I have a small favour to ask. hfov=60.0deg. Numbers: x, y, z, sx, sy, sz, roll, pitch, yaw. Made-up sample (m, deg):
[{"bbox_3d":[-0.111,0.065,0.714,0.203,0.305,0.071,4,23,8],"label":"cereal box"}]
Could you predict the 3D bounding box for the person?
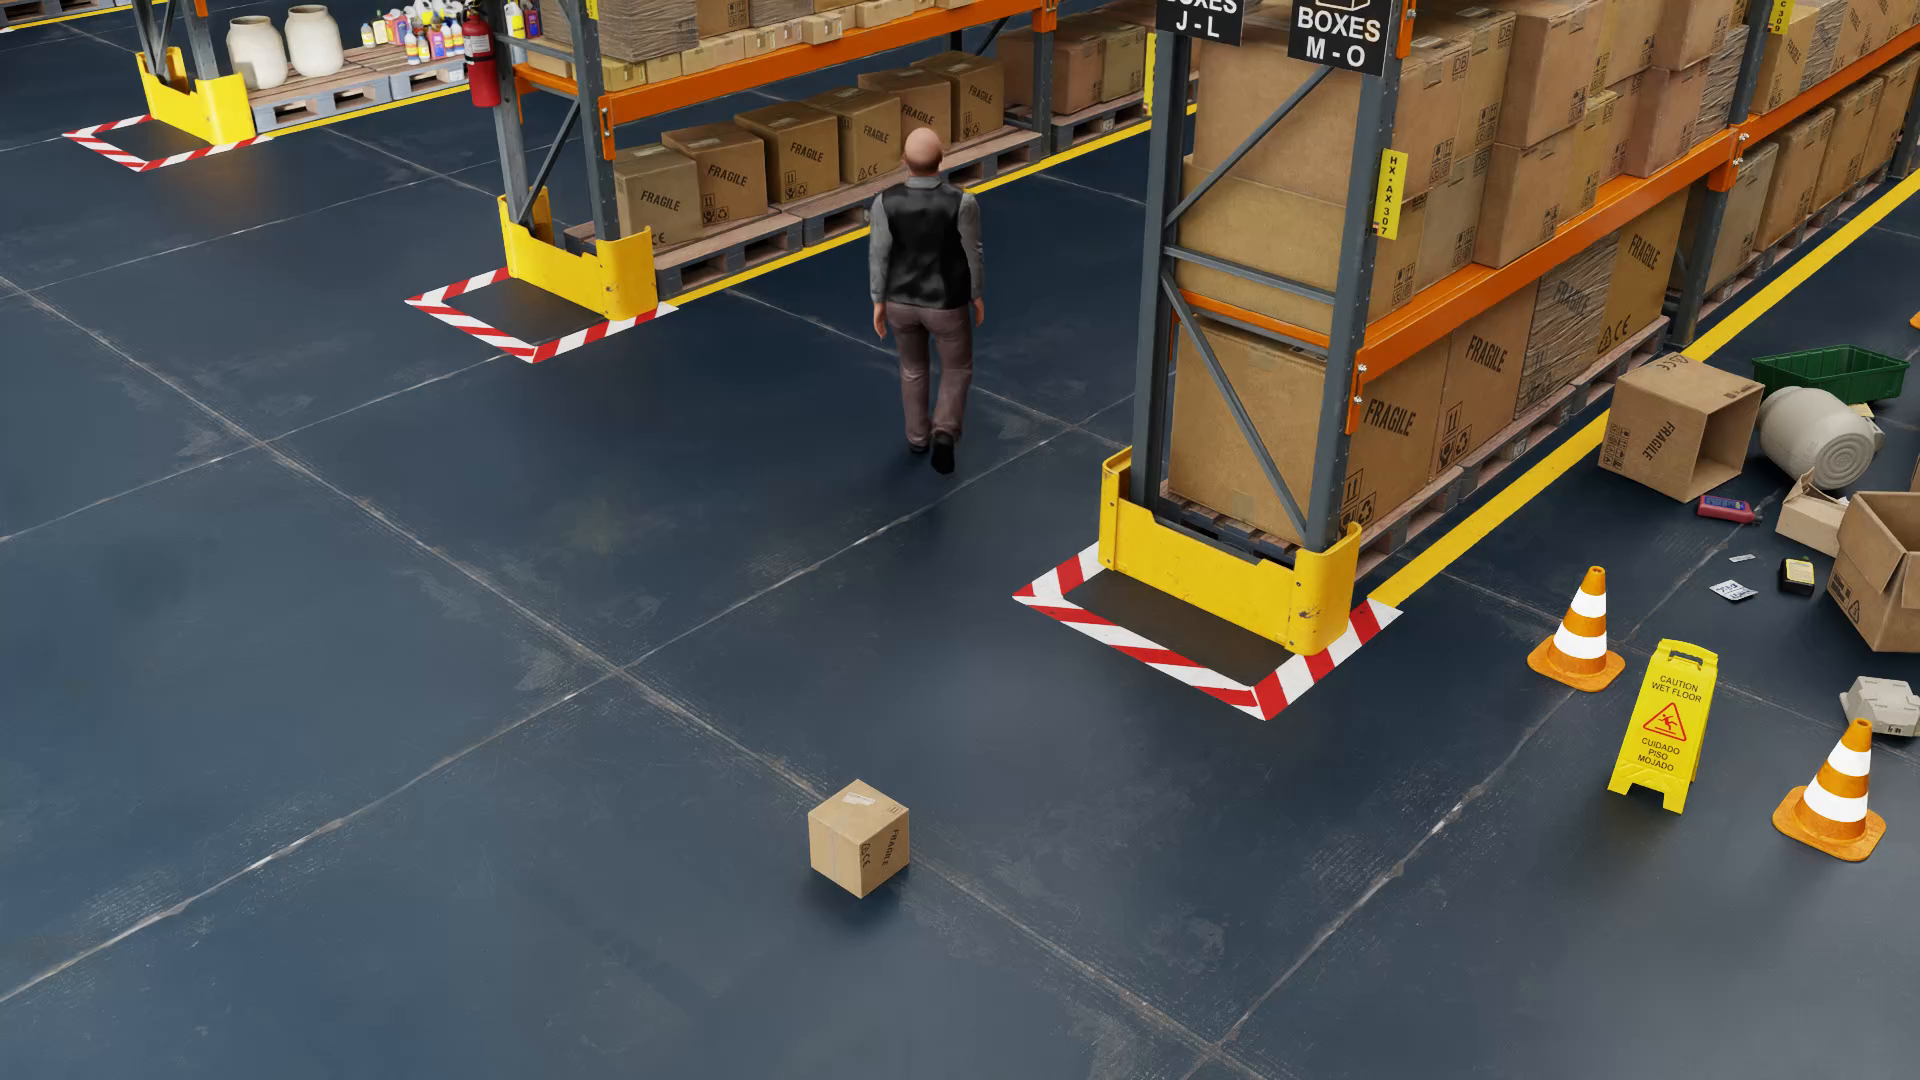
[{"bbox_3d":[-0.159,-1.140,8.018,0.544,1.702,0.669,5,31,8],"label":"person"}]
